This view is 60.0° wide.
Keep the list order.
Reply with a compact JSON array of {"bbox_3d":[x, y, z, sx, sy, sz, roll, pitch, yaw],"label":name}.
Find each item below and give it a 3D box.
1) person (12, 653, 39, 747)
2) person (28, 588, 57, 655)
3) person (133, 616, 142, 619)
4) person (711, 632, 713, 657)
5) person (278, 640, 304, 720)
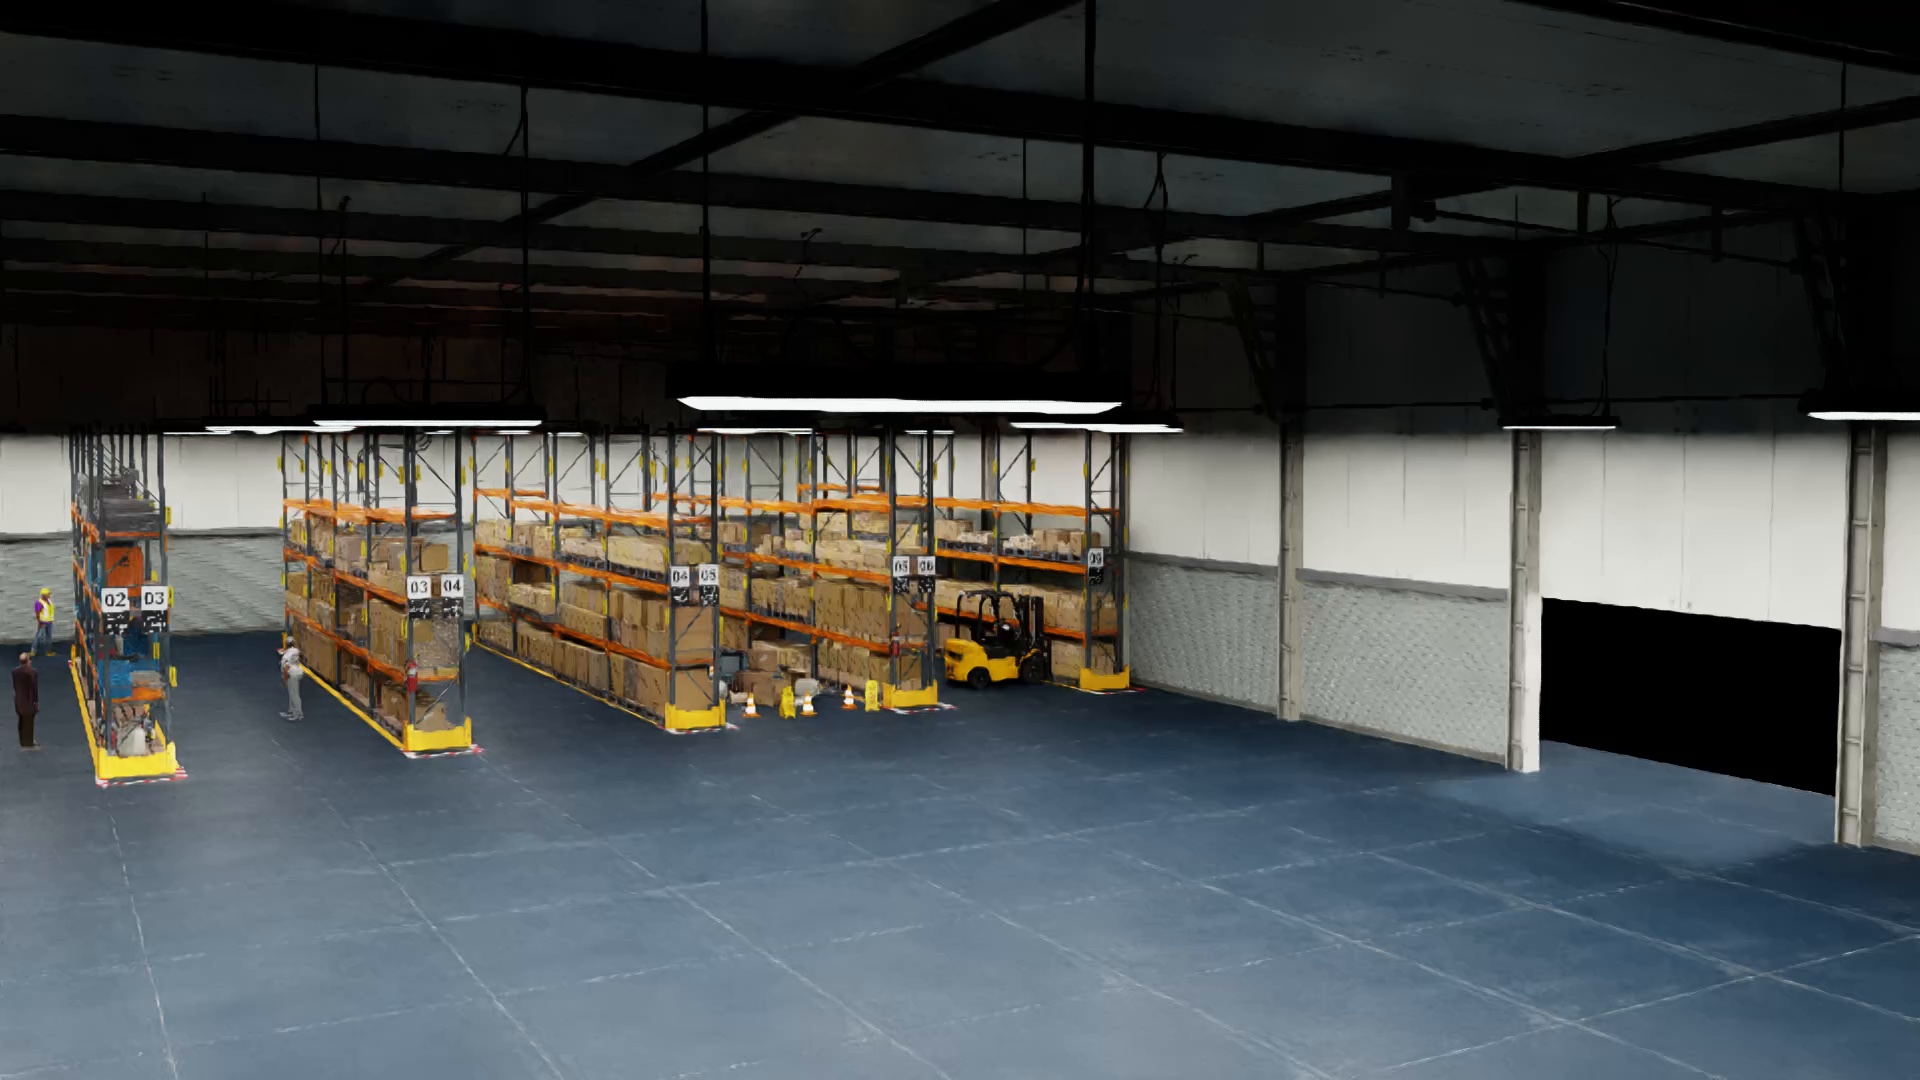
[{"bbox_3d":[-17.043,2.916,30.337,0.632,1.666,0.375,2,4,29],"label":"person"},{"bbox_3d":[-24.128,2.119,43.658,0.469,1.701,0.721,1,4,12],"label":"person"},{"bbox_3d":[-20.313,2.292,41.381,0.536,1.599,0.821,-3,4,-38],"label":"person"},{"bbox_3d":[-6.432,2.287,41.906,0.538,1.664,0.585,0,4,-6],"label":"person"},{"bbox_3d":[-13.613,2.801,33.802,0.554,1.644,0.597,0,4,-2],"label":"person"}]
